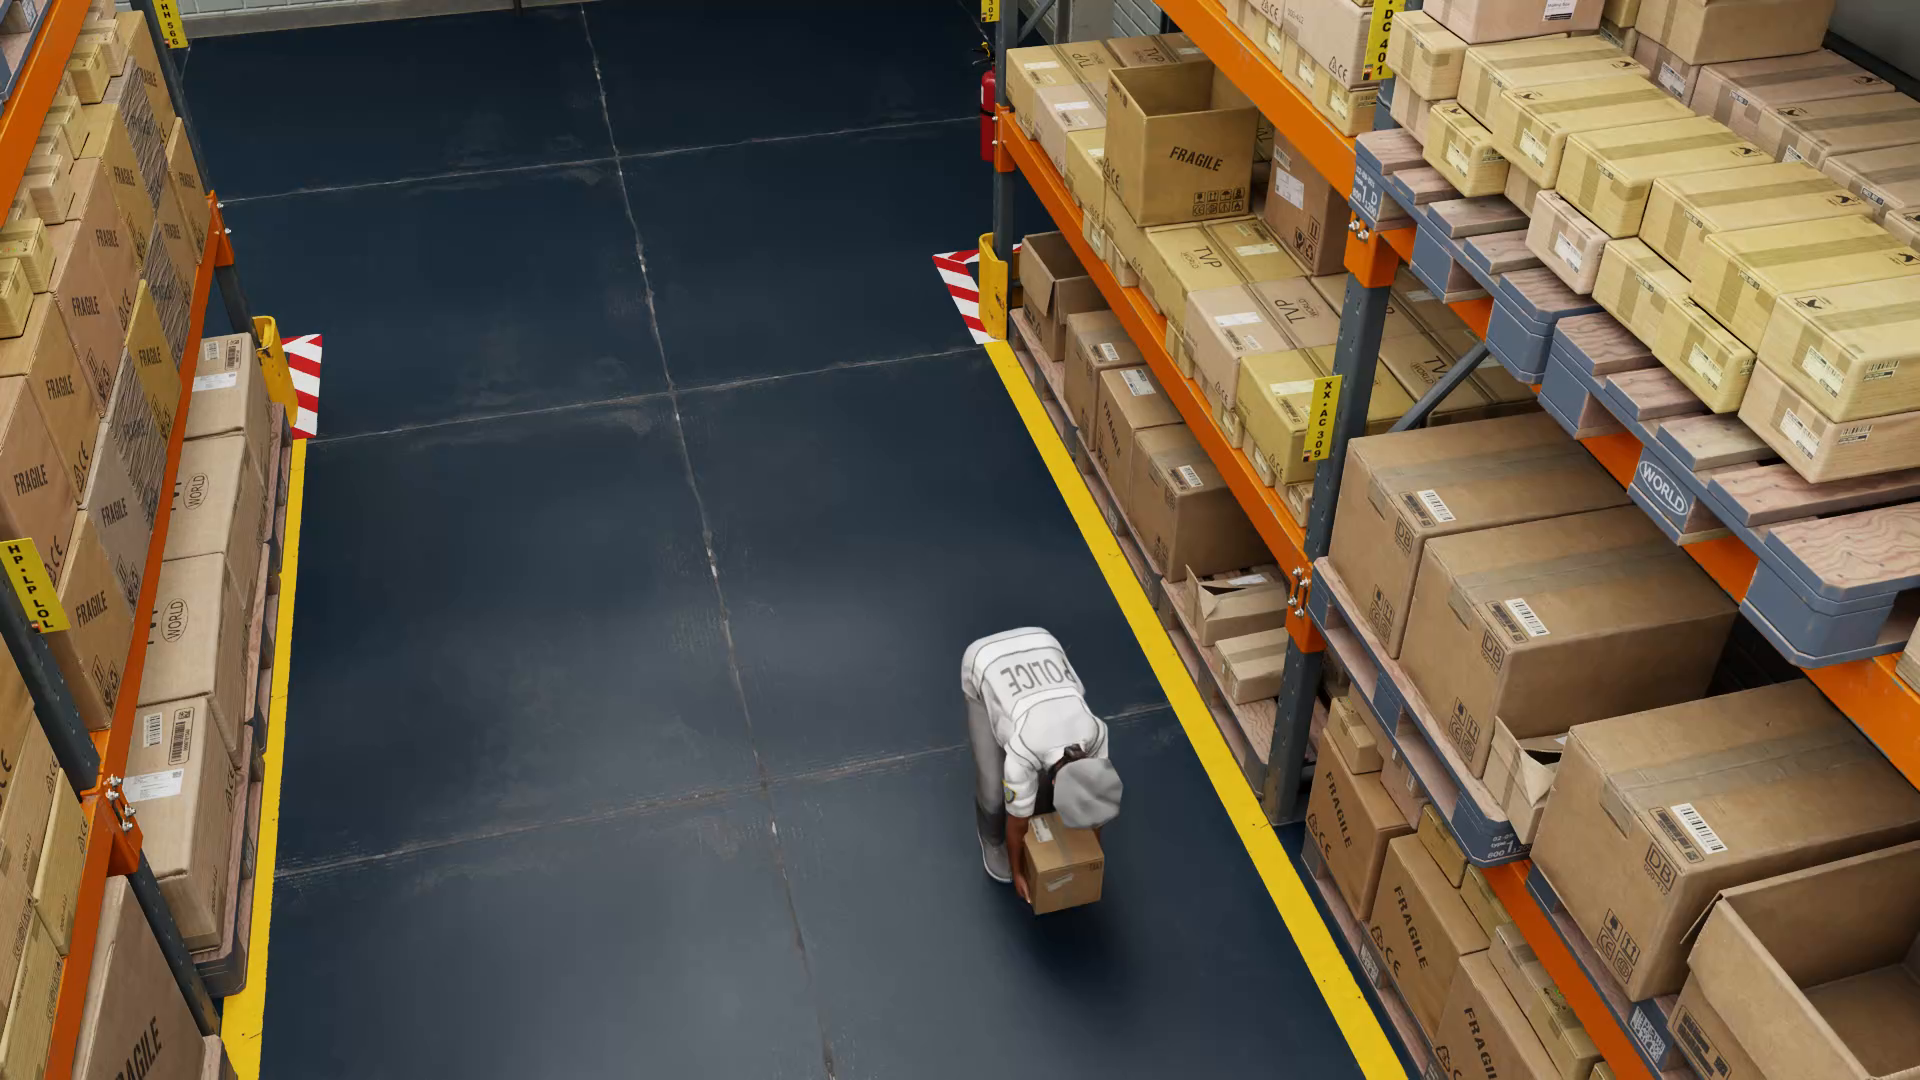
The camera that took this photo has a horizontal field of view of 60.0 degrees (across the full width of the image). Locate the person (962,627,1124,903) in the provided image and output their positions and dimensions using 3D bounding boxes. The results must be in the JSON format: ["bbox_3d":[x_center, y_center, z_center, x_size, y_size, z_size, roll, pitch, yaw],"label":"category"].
[{"bbox_3d":[0.305,0.909,6.086,0.431,1.022,0.938,-13,40,-15],"label":"person"}]
